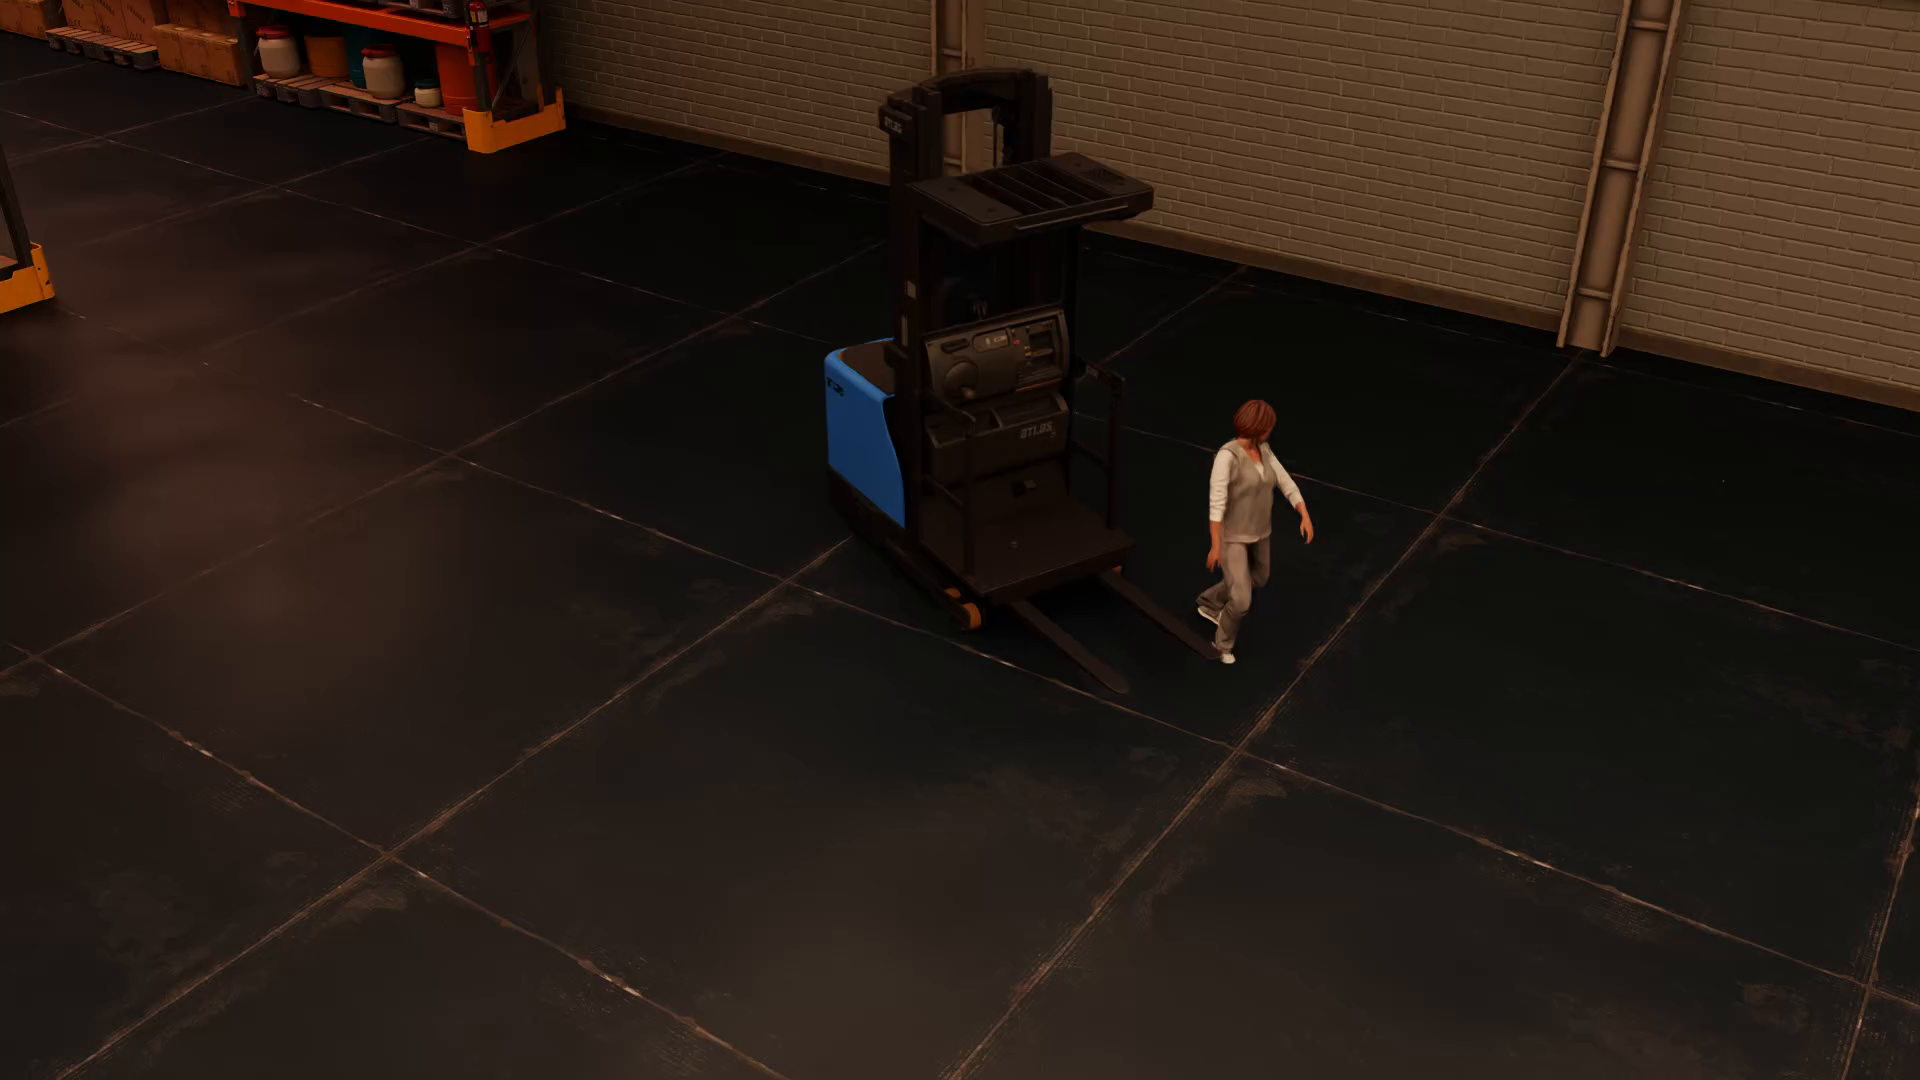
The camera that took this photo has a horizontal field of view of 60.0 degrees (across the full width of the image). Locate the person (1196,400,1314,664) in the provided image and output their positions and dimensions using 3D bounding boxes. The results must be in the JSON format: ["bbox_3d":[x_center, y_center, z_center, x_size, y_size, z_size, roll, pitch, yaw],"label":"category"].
[{"bbox_3d":[1.529,0.038,9.062,0.754,1.568,0.606,26,39,37],"label":"person"}]

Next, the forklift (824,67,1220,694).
[{"bbox_3d":[0.331,-1.007,9.316,1.130,2.935,3.031,-17,34,-27],"label":"forklift"}]
